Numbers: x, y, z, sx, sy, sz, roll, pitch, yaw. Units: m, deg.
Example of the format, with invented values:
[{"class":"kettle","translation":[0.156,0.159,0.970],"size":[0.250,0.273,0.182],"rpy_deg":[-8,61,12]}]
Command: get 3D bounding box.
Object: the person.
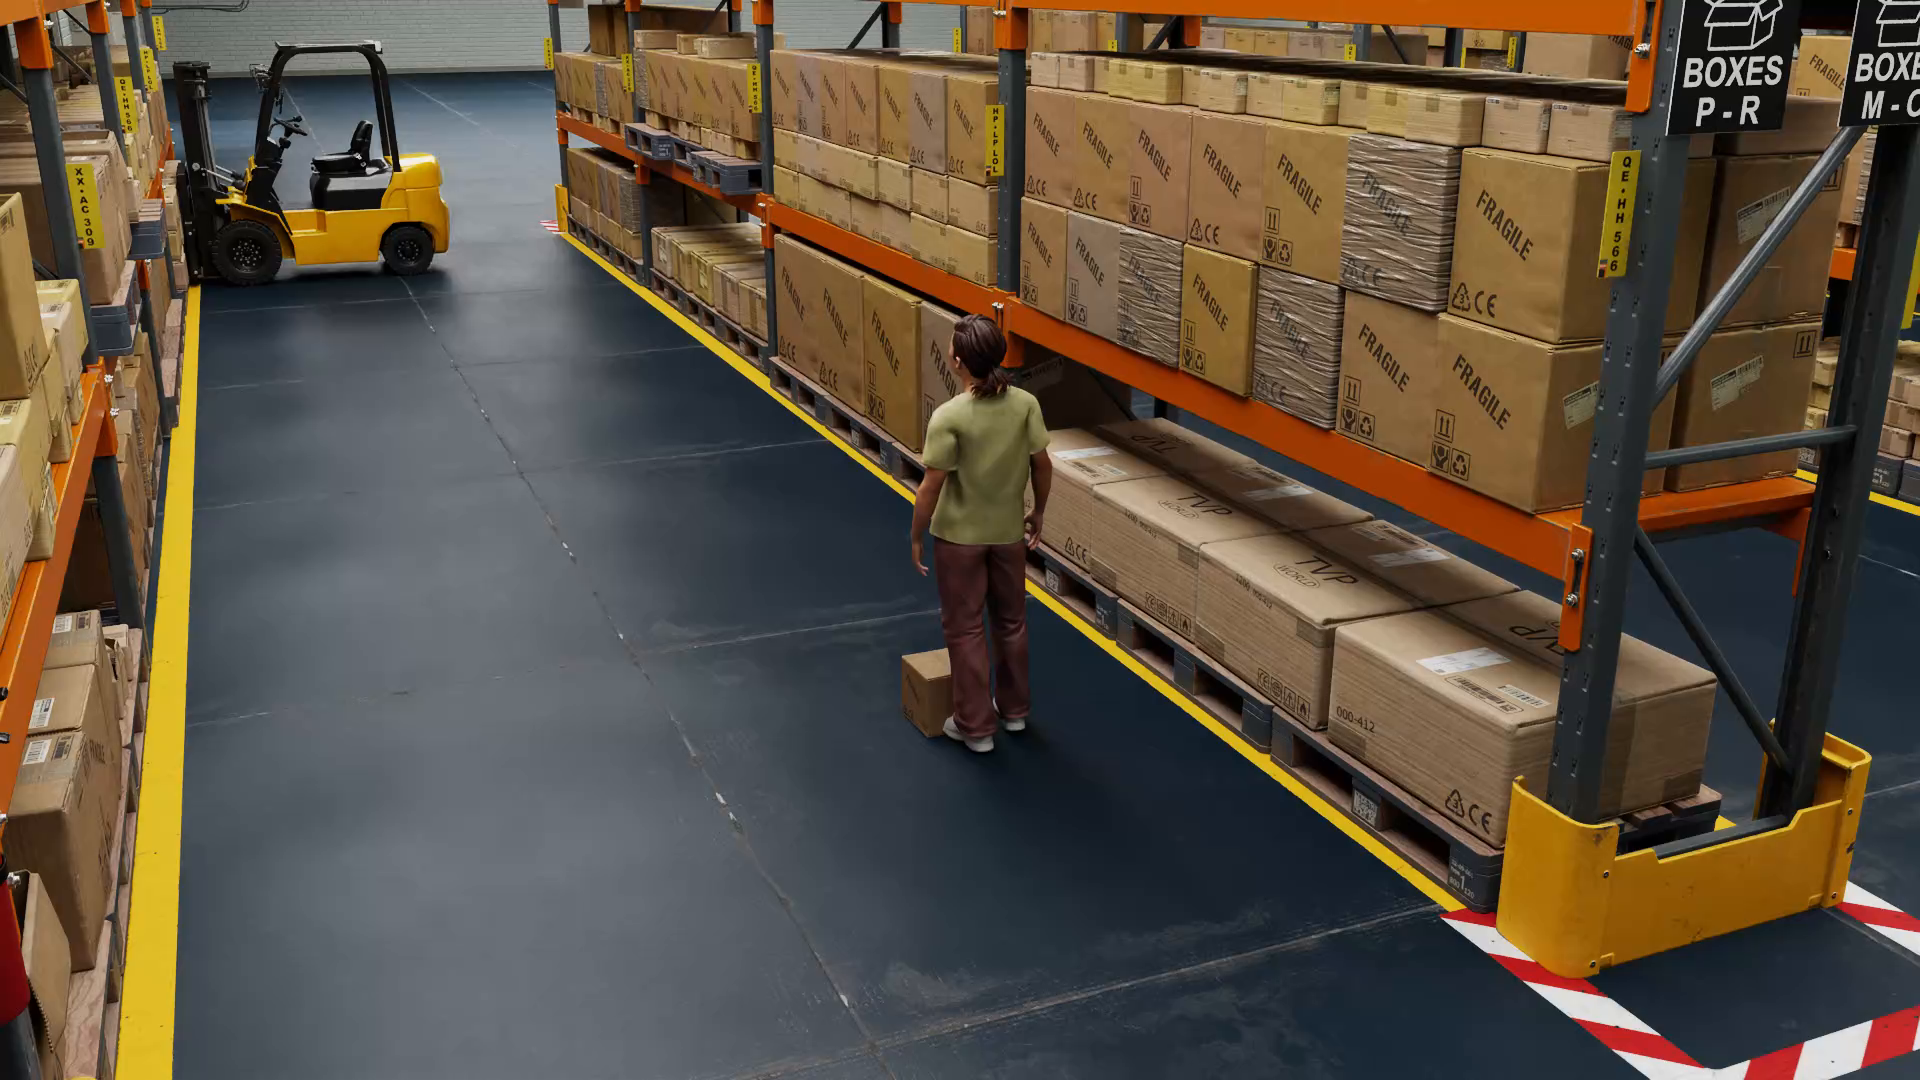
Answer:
[{"class":"person","translation":[0.050,-0.027,6.117],"size":[0.554,1.673,0.547],"rpy_deg":[-8,20,-22]}]
